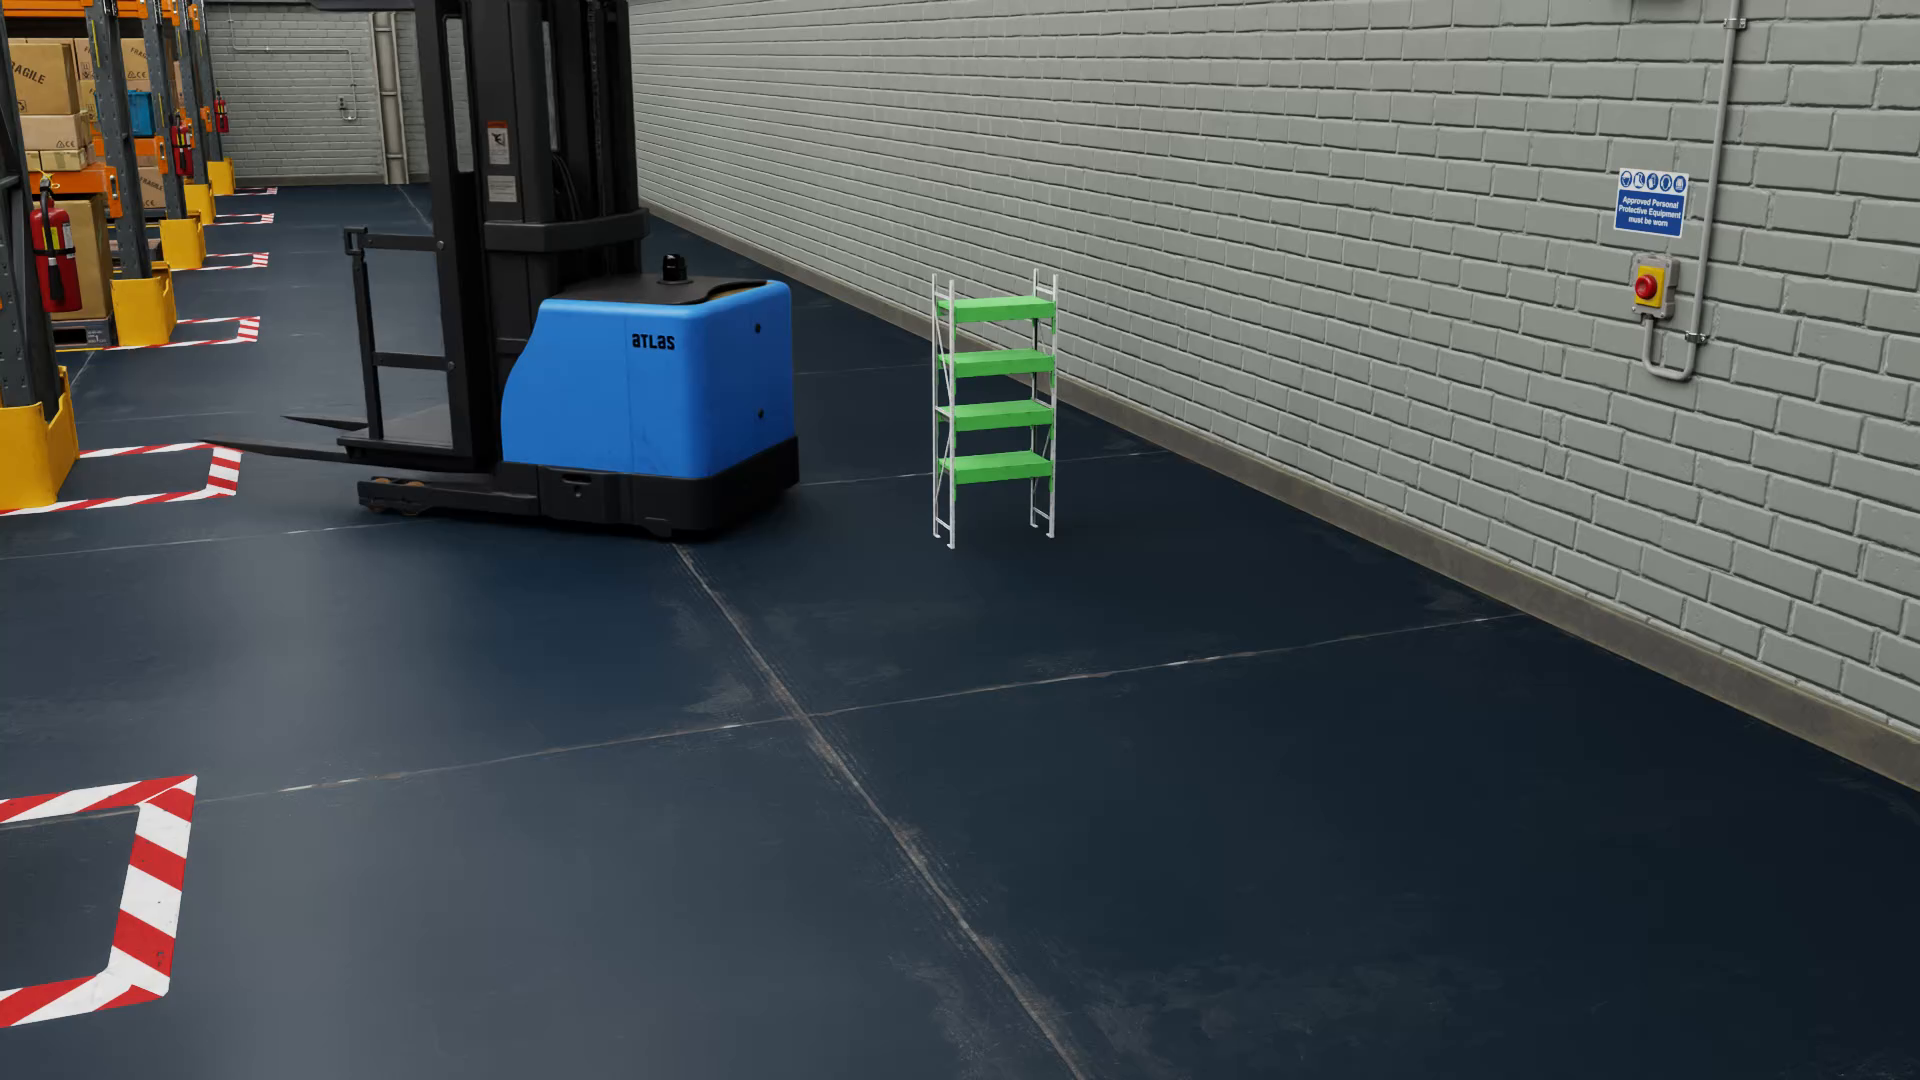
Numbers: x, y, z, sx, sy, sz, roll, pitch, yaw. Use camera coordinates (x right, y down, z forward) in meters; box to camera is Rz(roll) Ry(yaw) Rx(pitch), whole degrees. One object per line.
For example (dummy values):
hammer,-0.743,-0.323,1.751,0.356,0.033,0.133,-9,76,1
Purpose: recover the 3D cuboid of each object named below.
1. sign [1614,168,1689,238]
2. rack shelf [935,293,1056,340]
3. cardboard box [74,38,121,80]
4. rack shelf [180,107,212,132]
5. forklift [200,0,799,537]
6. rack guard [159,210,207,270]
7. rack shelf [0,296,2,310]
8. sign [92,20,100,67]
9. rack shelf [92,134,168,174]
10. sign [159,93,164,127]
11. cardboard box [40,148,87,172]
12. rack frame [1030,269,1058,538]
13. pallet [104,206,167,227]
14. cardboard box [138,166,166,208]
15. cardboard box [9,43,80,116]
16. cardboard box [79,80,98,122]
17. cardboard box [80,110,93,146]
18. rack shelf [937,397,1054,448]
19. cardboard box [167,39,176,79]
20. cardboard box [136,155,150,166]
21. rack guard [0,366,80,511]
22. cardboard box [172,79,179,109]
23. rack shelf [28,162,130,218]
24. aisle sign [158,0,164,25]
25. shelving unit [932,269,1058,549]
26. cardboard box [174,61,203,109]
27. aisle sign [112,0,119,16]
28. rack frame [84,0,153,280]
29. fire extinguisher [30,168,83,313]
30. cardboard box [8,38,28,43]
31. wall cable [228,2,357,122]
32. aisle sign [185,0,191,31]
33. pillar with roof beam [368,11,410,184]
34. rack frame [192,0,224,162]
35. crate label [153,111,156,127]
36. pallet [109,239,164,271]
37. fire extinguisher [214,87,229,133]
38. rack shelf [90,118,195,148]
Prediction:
sign,2.414,-1.181,5.816,0.001,0.218,0.327,-6,17,-20
rack shelf,0.155,-0.992,7.369,0.480,0.148,0.258,-6,17,-20
cardboard box,-10.759,-6.031,20.860,0.500,0.500,0.500,-6,17,-19
rack shelf,-13.614,-6.428,25.441,4.000,0.370,1.077,-6,17,-20
forklift,-2.380,-1.653,8.025,3.031,2.935,1.130,6,17,19
rack guard,-8.184,-3.175,17.522,0.348,0.500,1.175,-6,17,-20
rack shelf,-6.616,-1.203,7.648,4.000,0.370,1.077,-6,17,-20
sign,-6.248,-3.590,12.024,0.005,0.325,0.100,-6,17,-20
rack shelf,-10.069,-3.821,16.564,4.000,0.370,1.077,-6,17,-20
sign,-7.989,-4.303,16.639,0.005,0.325,0.100,-6,17,-20
cardboard box,-6.644,-2.822,12.330,0.250,0.149,0.380,-6,17,-19
rack frame,0.382,-0.617,7.570,0.015,1.200,0.240,-6,17,-20
pallet,-10.785,-4.245,21.681,1.213,0.211,1.003,-6,17,-20
cardboard box,-10.390,-4.564,21.472,0.500,0.500,0.500,-6,17,-20
cardboard box,-6.790,-3.377,12.183,0.500,0.500,0.500,-6,17,-19
cardboard box,-10.774,-5.550,20.996,0.500,0.500,0.500,-6,17,-20
cardboard box,-6.974,-3.158,12.768,0.500,0.250,0.500,-7,18,-22
rack shelf,0.155,-0.531,7.504,0.480,0.148,0.258,-6,17,-20
cardboard box,-10.479,-6.224,21.518,0.500,0.500,0.500,-6,17,-18
cardboard box,-12.832,-5.830,25.817,0.500,0.500,0.700,-6,17,-20
rack guard,-4.820,-0.543,8.559,0.348,0.500,1.175,-6,17,-20
cardboard box,-10.479,-5.744,21.659,0.500,0.500,0.500,-6,17,-19
rack shelf,-8.297,-2.518,12.127,4.000,0.370,1.077,-6,17,-20
aisle sign,-8.241,-5.701,17.074,0.004,0.787,0.394,-6,17,-20
shelving unit,0.155,-0.592,7.486,0.503,1.200,0.258,-6,17,-20
cardboard box,-12.219,-7.065,25.799,0.700,0.700,0.980,-5,17,-18
aisle sign,-6.469,-4.399,12.639,0.004,0.787,0.394,-6,17,-20
rack frame,-6.429,-3.065,12.712,0.127,3.000,1.000,-6,17,-20
fire extinguisher,-4.348,-1.438,7.970,0.183,0.674,0.296,-6,17,-20
cardboard box,-11.721,-5.926,20.502,0.500,0.500,0.500,-6,17,-18
wall cable,-10.889,-7.840,27.170,1.851,1.984,0.084,-6,17,-20
aisle sign,-10.012,-7.003,21.509,0.004,0.787,0.394,-6,17,-20
pillar with roof beam,-7.994,-9.220,23.025,0.400,9.000,9.100,-6,17,-20
rack frame,-11.746,-6.975,26.026,0.127,3.000,1.000,-6,17,-20
crate label,-8.550,-4.378,17.375,0.303,0.233,0.416,-6,17,-20
pallet,-8.985,-2.957,17.294,1.213,0.211,1.003,-6,17,-20
fire extinguisher,-11.440,-6.653,25.728,0.183,0.674,0.296,-6,17,-20
rack shelf,-11.838,-5.125,21.004,4.000,0.370,1.077,-6,17,-20
